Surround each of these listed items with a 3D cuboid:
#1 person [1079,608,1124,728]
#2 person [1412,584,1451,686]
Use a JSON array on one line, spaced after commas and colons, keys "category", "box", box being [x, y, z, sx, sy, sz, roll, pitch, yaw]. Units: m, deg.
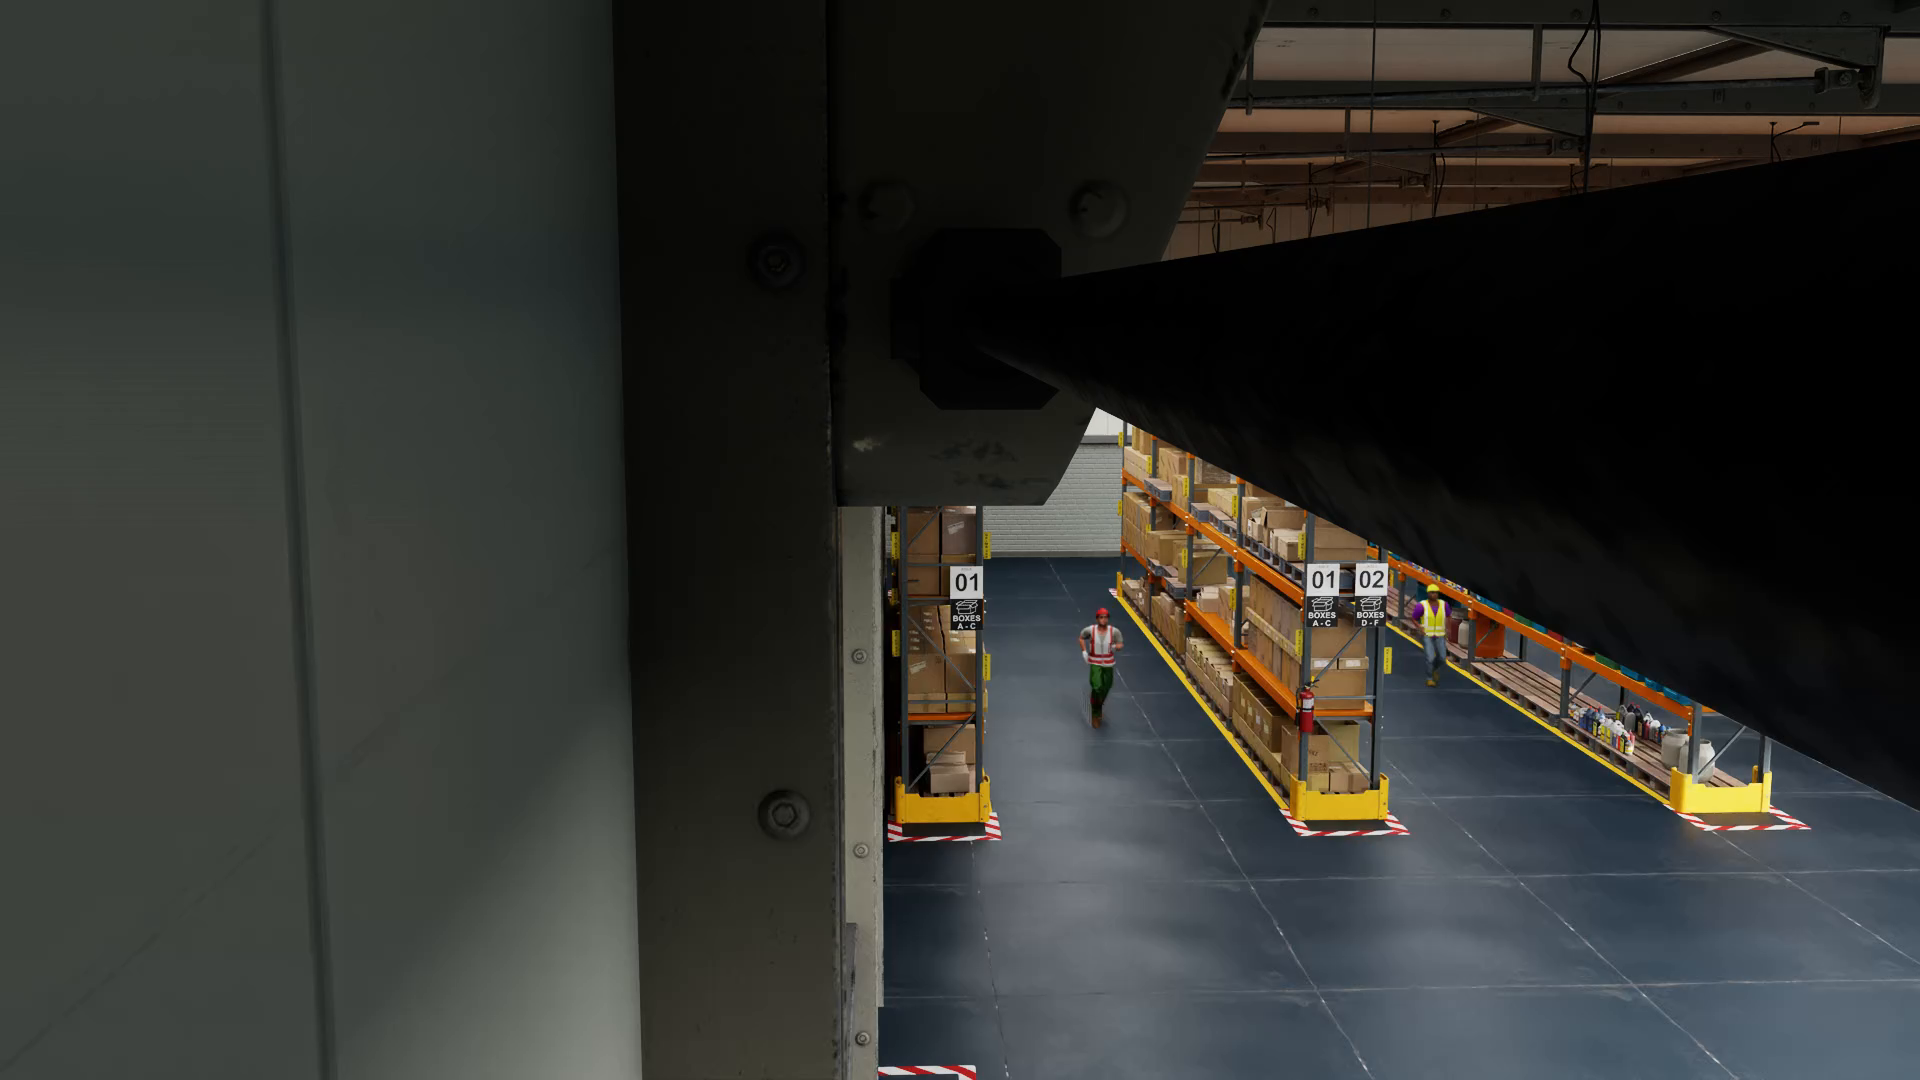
[{"category": "person", "box": [2.157, 1.928, 25.259, 0.638, 1.824, 0.782, -1, 8, -7]}, {"category": "person", "box": [7.877, 1.591, 27.677, 0.674, 1.721, 0.569, 0, 8, 1]}]
